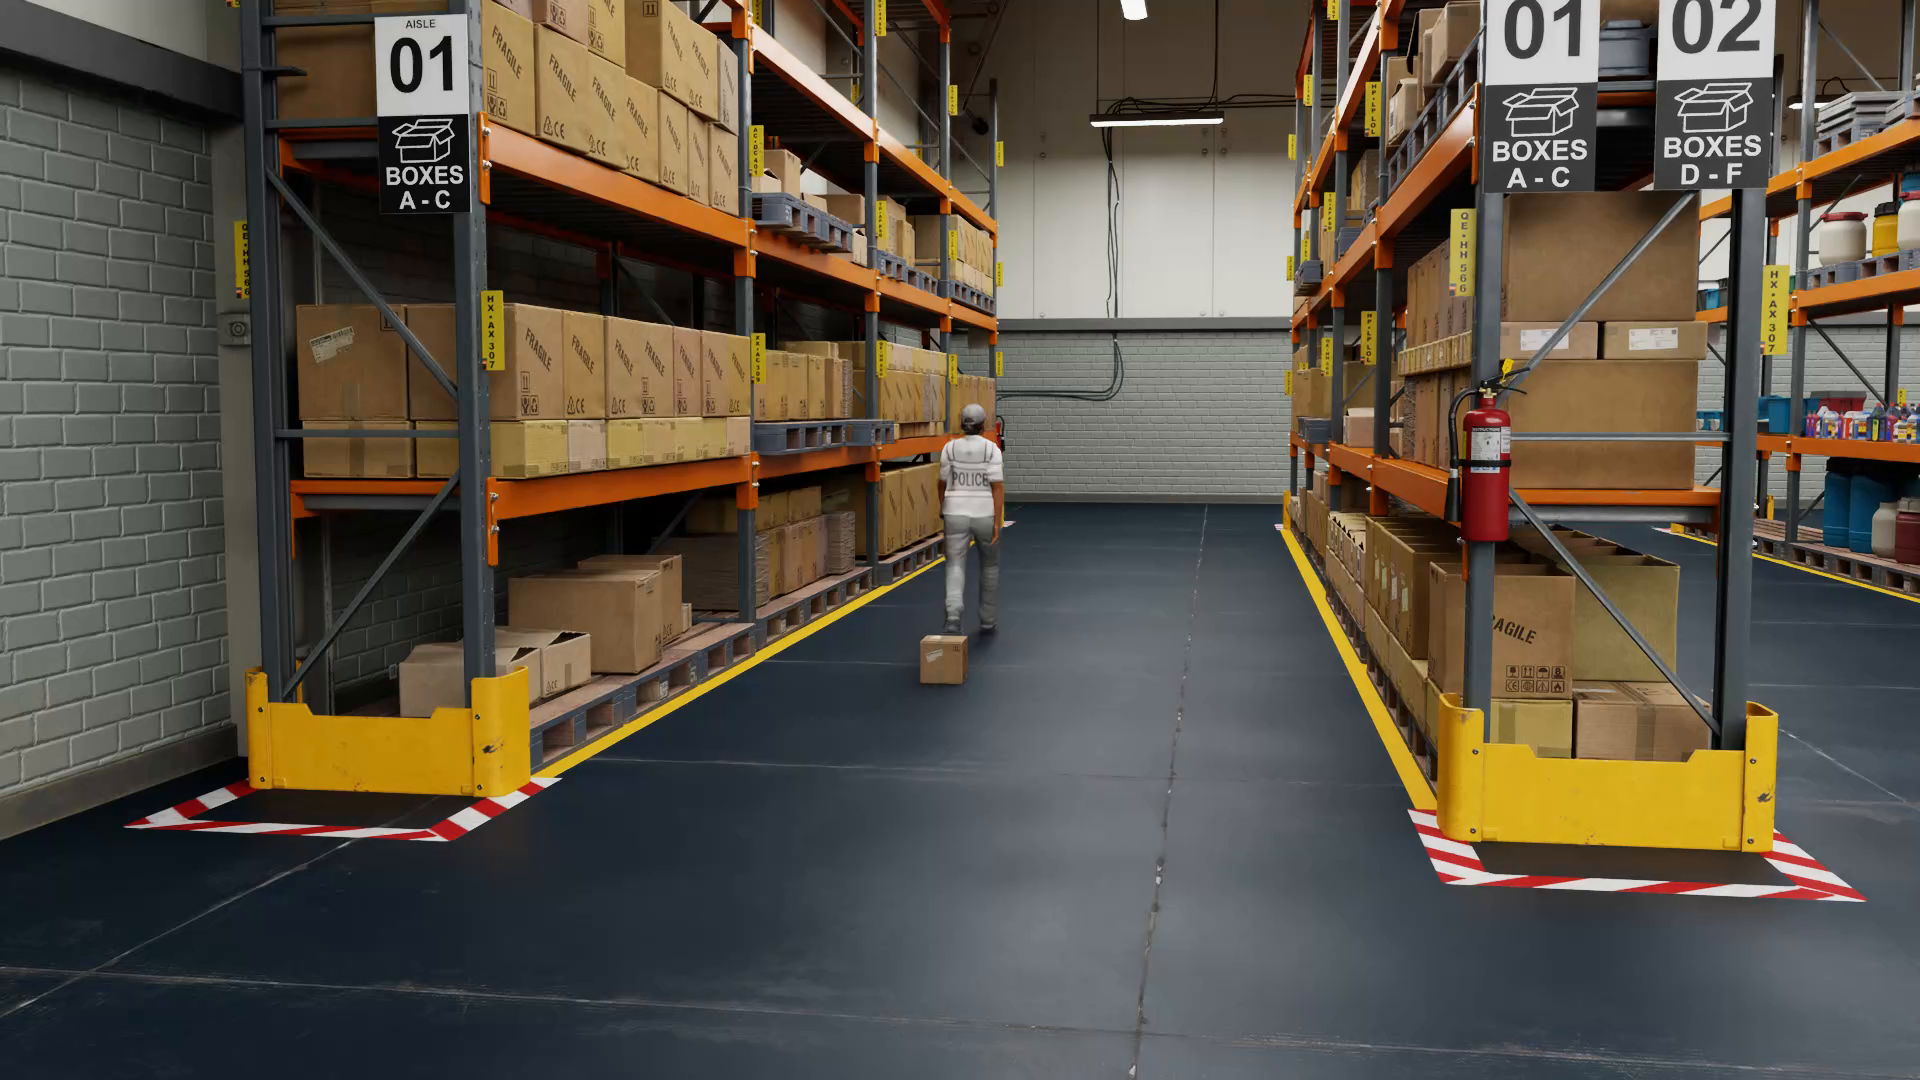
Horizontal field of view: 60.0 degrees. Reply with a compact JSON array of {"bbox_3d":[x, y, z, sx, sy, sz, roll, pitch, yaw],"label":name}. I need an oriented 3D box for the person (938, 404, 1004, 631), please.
[{"bbox_3d":[0.077,-0.149,11.693,0.475,1.612,0.999,0,5,4],"label":"person"}]
